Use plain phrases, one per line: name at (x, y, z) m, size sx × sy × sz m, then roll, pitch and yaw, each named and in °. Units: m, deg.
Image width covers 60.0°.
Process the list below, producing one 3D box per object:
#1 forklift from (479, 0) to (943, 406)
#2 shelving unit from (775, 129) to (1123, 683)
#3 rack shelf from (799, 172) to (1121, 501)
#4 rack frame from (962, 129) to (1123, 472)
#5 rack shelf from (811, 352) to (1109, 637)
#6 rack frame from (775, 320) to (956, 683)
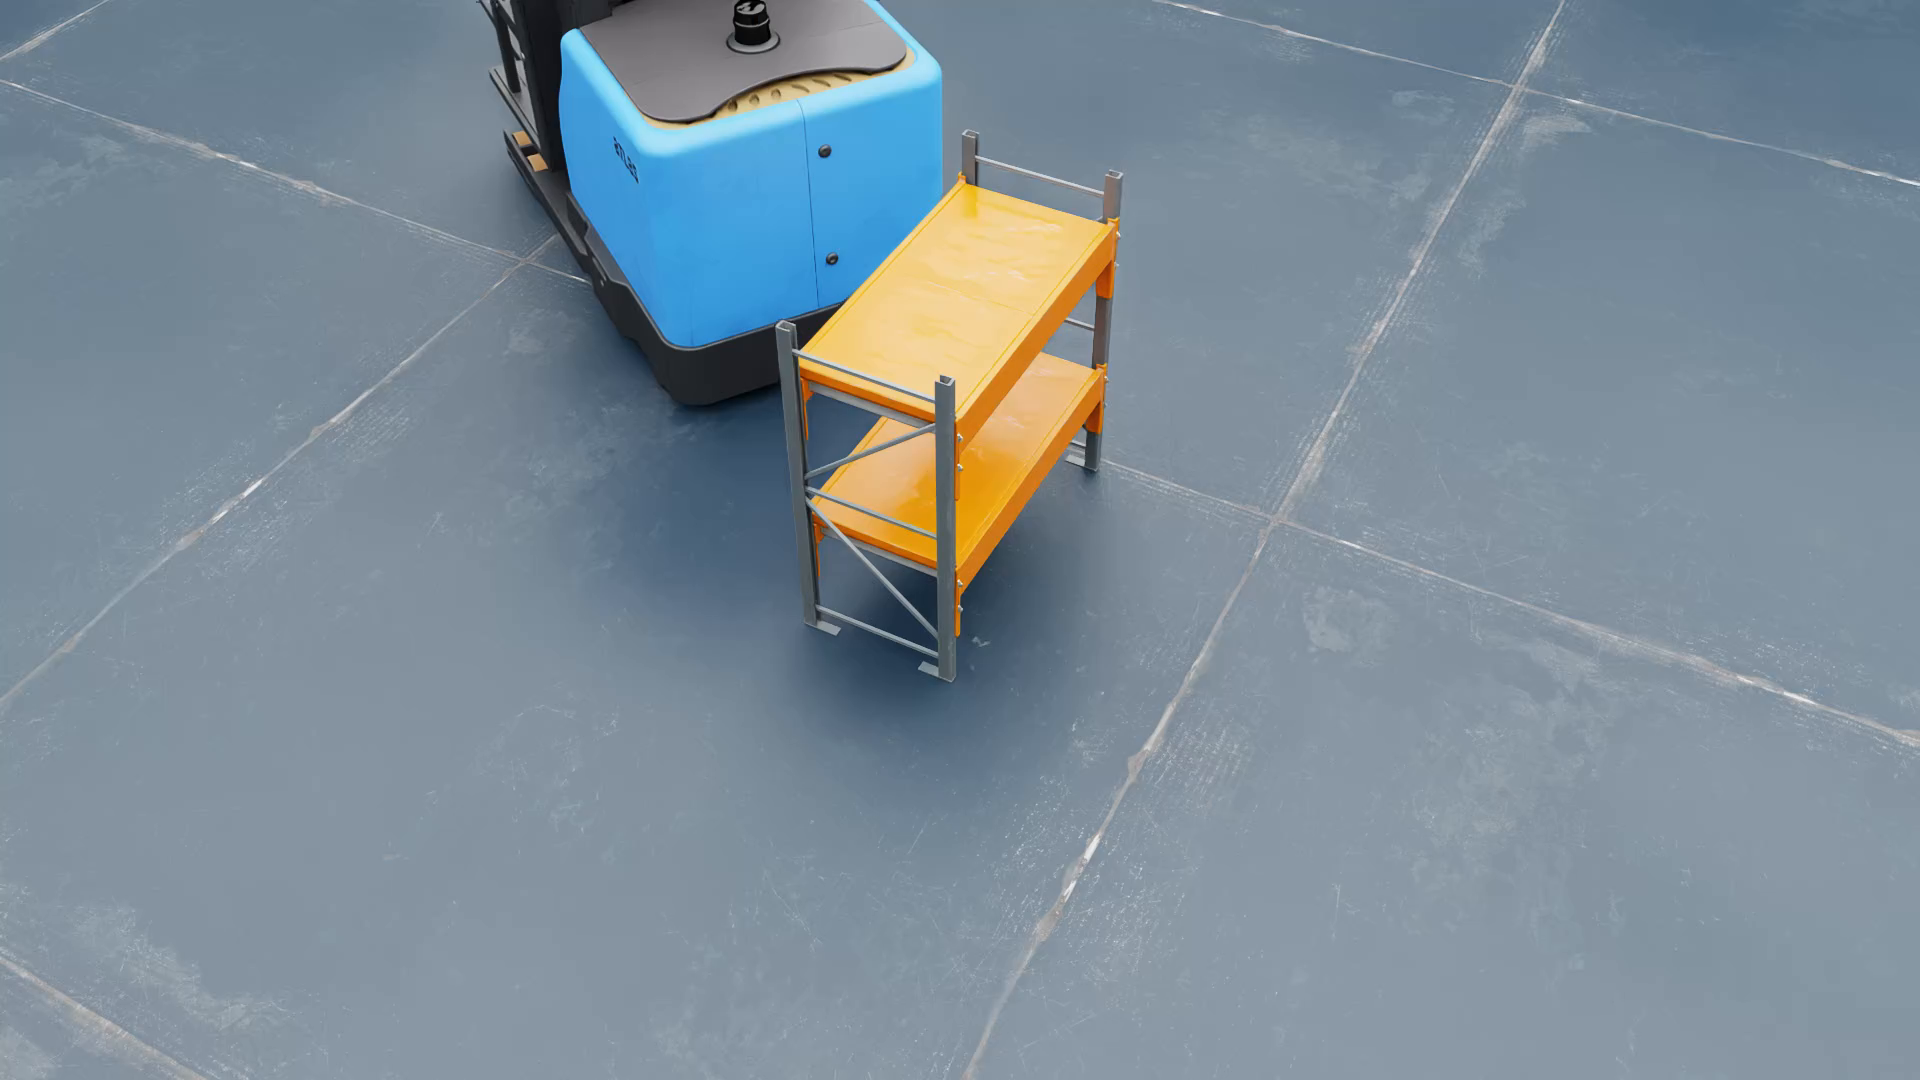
forklift at (-1.173, -2.531, 5.691) m, size 1.130 × 2.935 × 3.031 m, roll -21°, pitch 49°, yaw -19°
shelving unit at (-0.003, -0.391, 4.846) m, size 0.538 × 1.125 × 1.048 m, roll 20°, pitch 49°, yaw 19°
rack shelf at (-0.003, -0.597, 4.638) m, size 0.538 × 0.278 × 1.000 m, roll 20°, pitch 49°, yaw 19°
rack frame at (0.233, -0.711, 5.162) m, size 0.500 × 1.125 × 0.032 m, roll 20°, pitch 49°, yaw 19°
rack shelf at (-0.003, -0.219, 5.020) m, size 0.538 × 0.278 × 1.000 m, roll 20°, pitch 49°, yaw 19°
rack frame at (-0.239, -0.071, 4.529) m, size 0.500 × 1.125 × 0.032 m, roll 20°, pitch 49°, yaw 19°
